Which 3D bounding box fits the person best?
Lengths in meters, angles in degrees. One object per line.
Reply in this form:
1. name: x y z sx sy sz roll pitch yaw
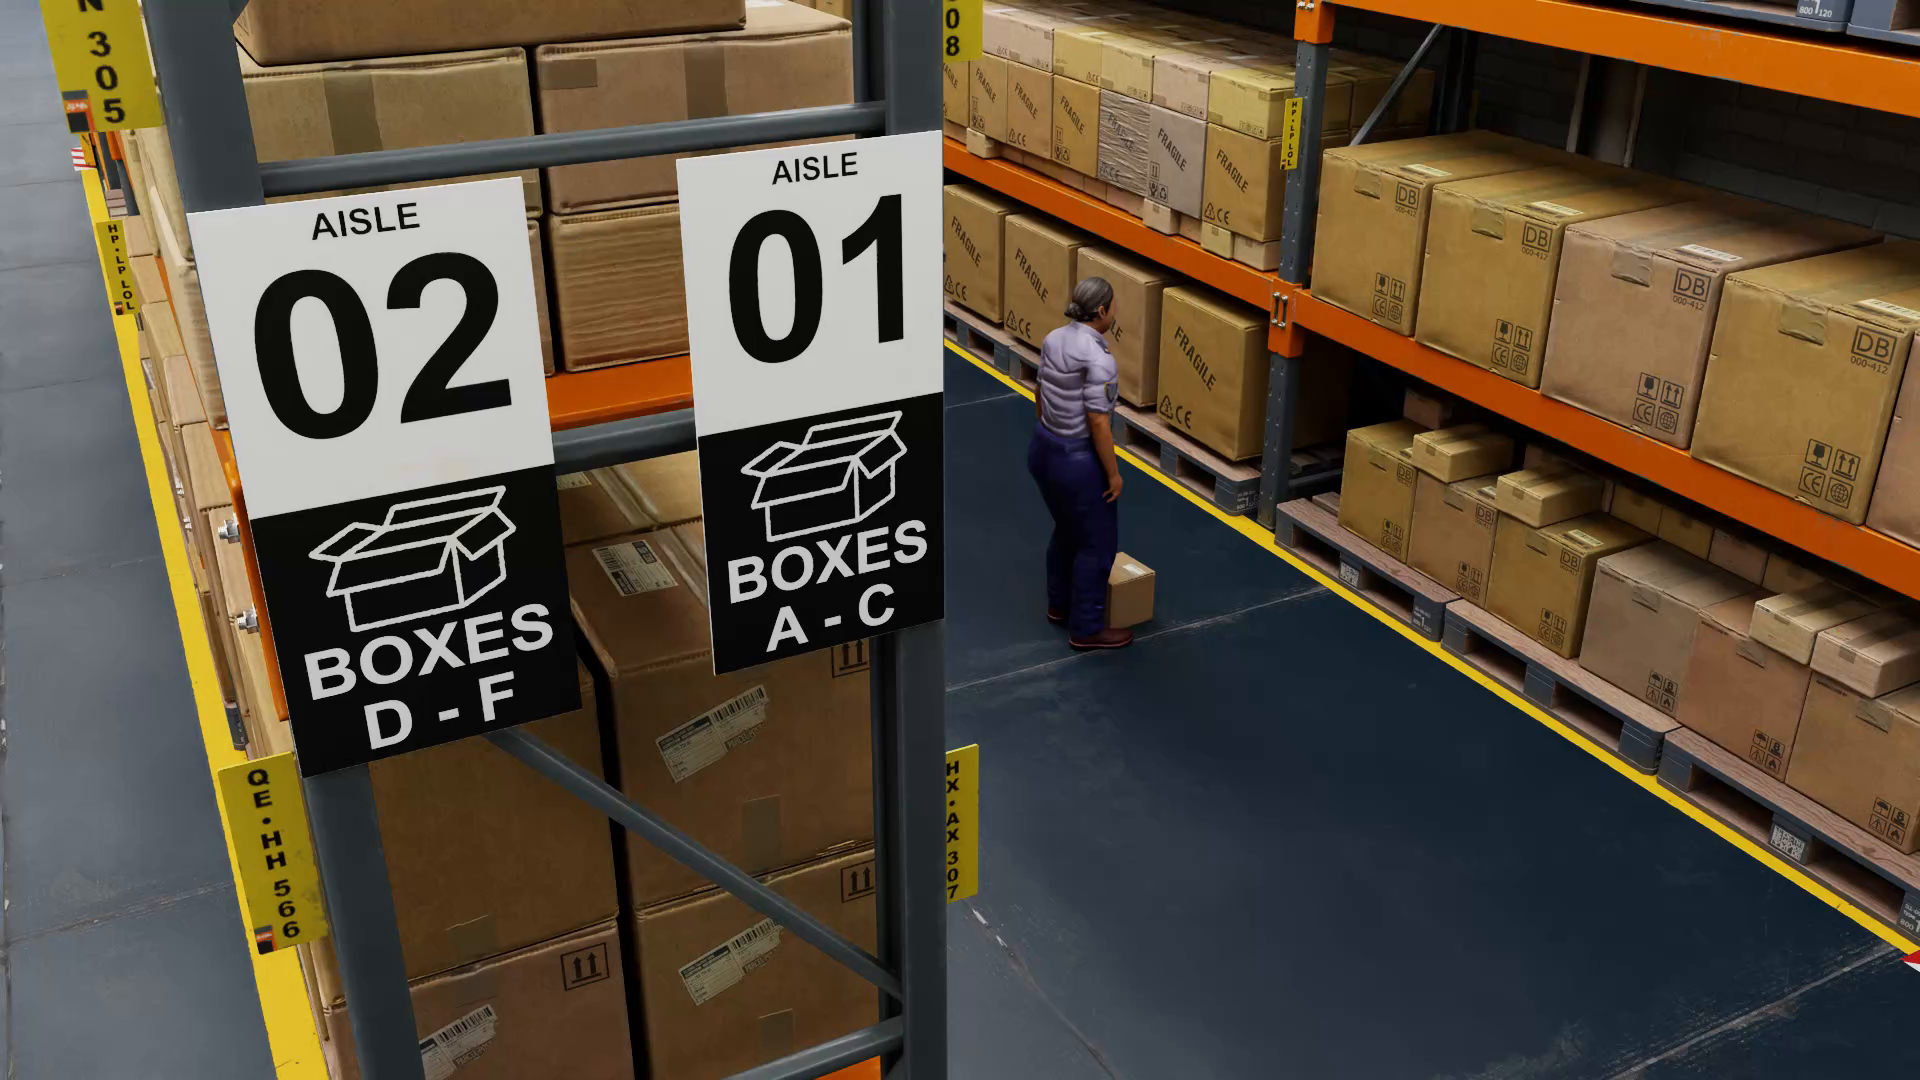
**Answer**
1. person: 0.540 -0.344 7.338 0.416 1.648 0.553 -14 29 -26
